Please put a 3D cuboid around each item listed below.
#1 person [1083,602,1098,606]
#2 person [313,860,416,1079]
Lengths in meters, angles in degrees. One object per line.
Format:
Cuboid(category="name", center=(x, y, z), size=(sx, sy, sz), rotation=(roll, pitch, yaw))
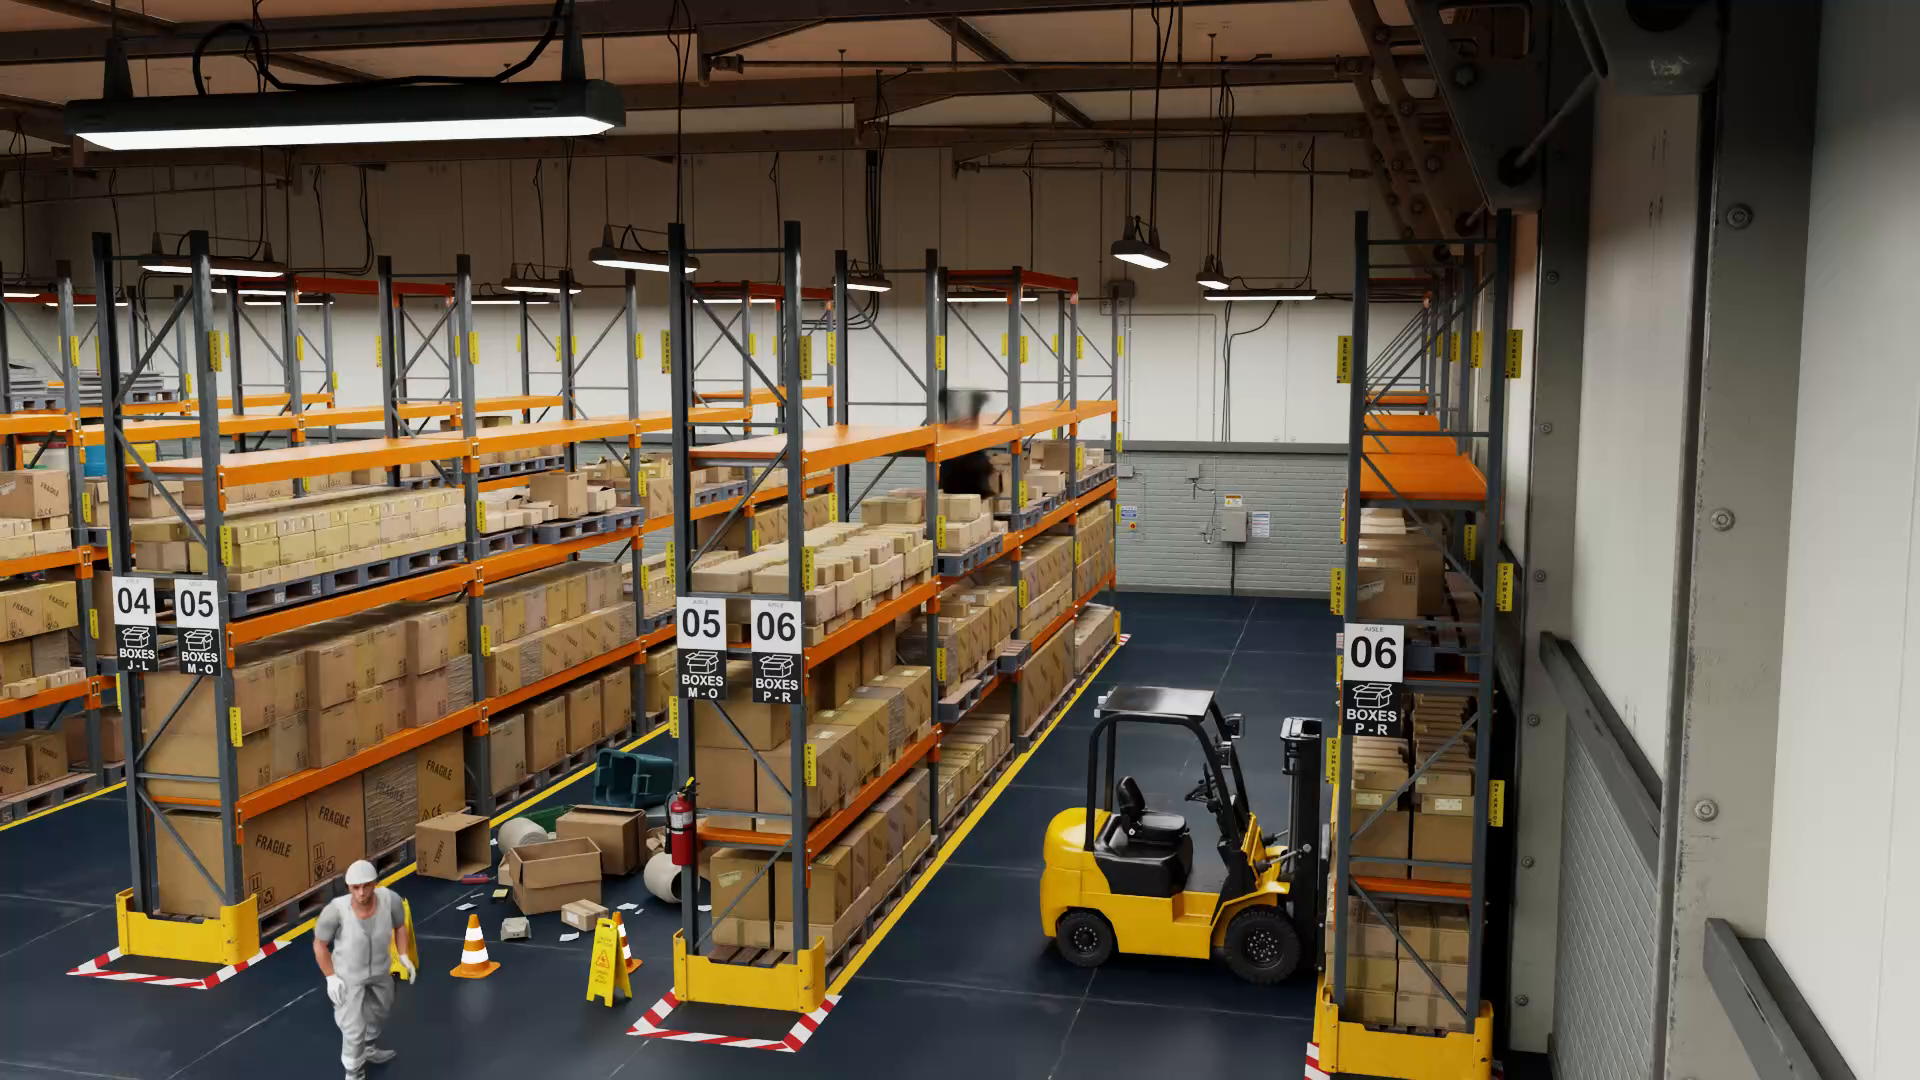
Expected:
Cuboid(category="person", center=(1.998, 0.790, 29.565), size=(0.913, 1.589, 0.733), rotation=(2, 7, 12))
Cuboid(category="person", center=(-4.084, 2.944, 11.354), size=(0.673, 1.717, 0.831), rotation=(-7, 10, -44))
